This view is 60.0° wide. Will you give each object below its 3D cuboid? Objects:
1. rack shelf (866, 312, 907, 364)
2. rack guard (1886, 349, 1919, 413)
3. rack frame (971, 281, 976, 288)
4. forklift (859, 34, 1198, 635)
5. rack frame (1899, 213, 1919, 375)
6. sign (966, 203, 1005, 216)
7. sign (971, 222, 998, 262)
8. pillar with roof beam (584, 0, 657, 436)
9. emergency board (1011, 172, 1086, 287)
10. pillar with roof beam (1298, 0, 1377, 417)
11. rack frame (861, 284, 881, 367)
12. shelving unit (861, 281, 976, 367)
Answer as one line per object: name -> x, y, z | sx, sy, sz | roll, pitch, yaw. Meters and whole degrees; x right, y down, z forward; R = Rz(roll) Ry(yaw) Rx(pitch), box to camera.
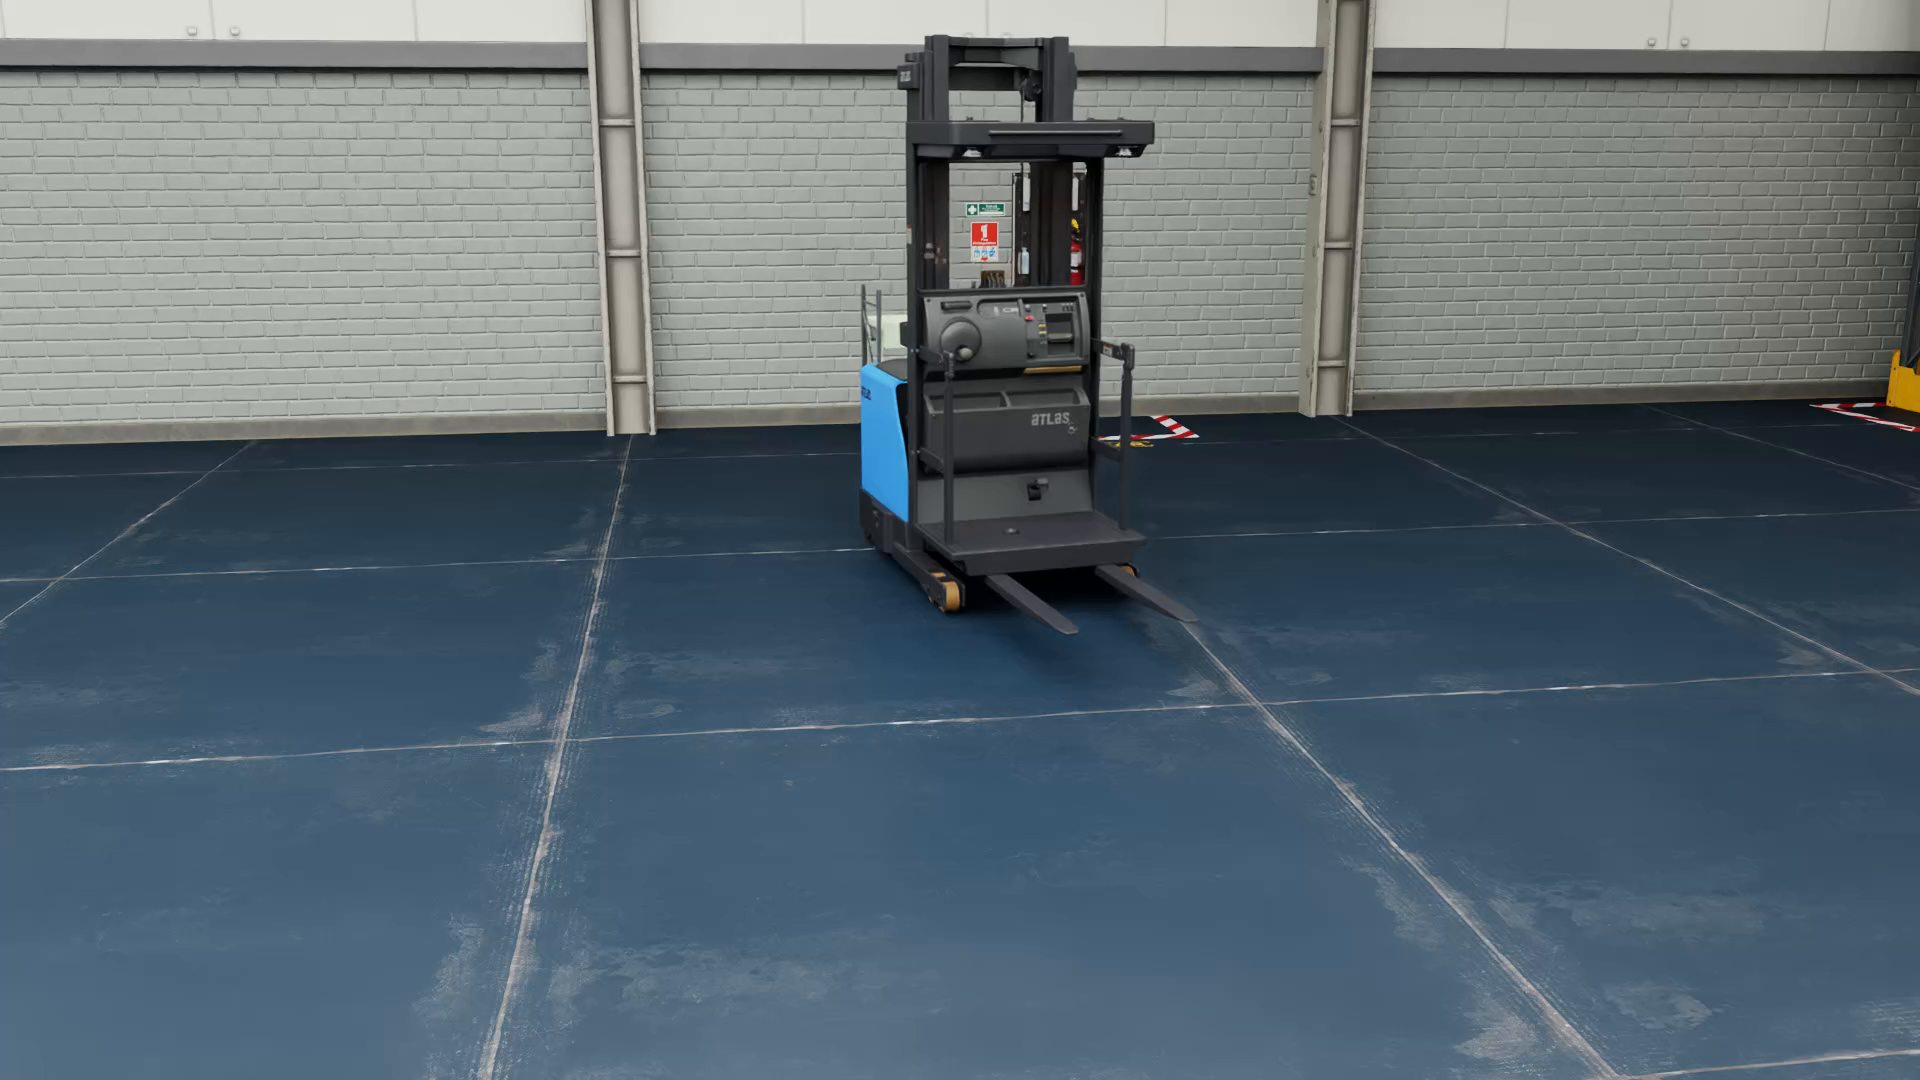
rack shelf -> -0.205, -1.245, 10.498 | 0.720, 0.370, 0.431 | -5, 15, -18
rack guard -> 8.662, -1.343, 14.550 | 0.348, 0.500, 1.175 | -2, 14, -8
rack frame -> 0.143, -0.895, 10.705 | 0.023, 1.500, 0.400 | -5, 15, -18
forklift -> 0.327, -1.152, 8.790 | 1.130, 2.935, 3.031 | -5, 15, -18
rack frame -> 8.586, -2.553, 14.235 | 0.127, 3.000, 1.000 | -2, 14, -8
sign -> 0.211, -2.766, 13.920 | 0.331, 0.109, 0.001 | -2, 14, -8
sign -> 0.205, -2.511, 13.993 | 0.234, 0.329, 0.001 | -2, 14, -8
pillar with roof beam -> -2.075, -4.226, 8.573 | 0.400, 9.000, 9.100 | -2, 14, -8
emergency board -> 0.767, -2.488, 13.978 | 0.643, 1.169, 0.194 | -2, 14, -8
pillar with roof beam -> 3.858, -4.443, 9.440 | 0.400, 9.000, 9.100 | -2, 14, -8
rack frame -> -0.552, -0.839, 10.481 | 0.023, 1.500, 0.400 | -5, 15, -18
shelving unit -> -0.205, -0.867, 10.593 | 0.755, 1.500, 0.431 | -5, 15, -18
